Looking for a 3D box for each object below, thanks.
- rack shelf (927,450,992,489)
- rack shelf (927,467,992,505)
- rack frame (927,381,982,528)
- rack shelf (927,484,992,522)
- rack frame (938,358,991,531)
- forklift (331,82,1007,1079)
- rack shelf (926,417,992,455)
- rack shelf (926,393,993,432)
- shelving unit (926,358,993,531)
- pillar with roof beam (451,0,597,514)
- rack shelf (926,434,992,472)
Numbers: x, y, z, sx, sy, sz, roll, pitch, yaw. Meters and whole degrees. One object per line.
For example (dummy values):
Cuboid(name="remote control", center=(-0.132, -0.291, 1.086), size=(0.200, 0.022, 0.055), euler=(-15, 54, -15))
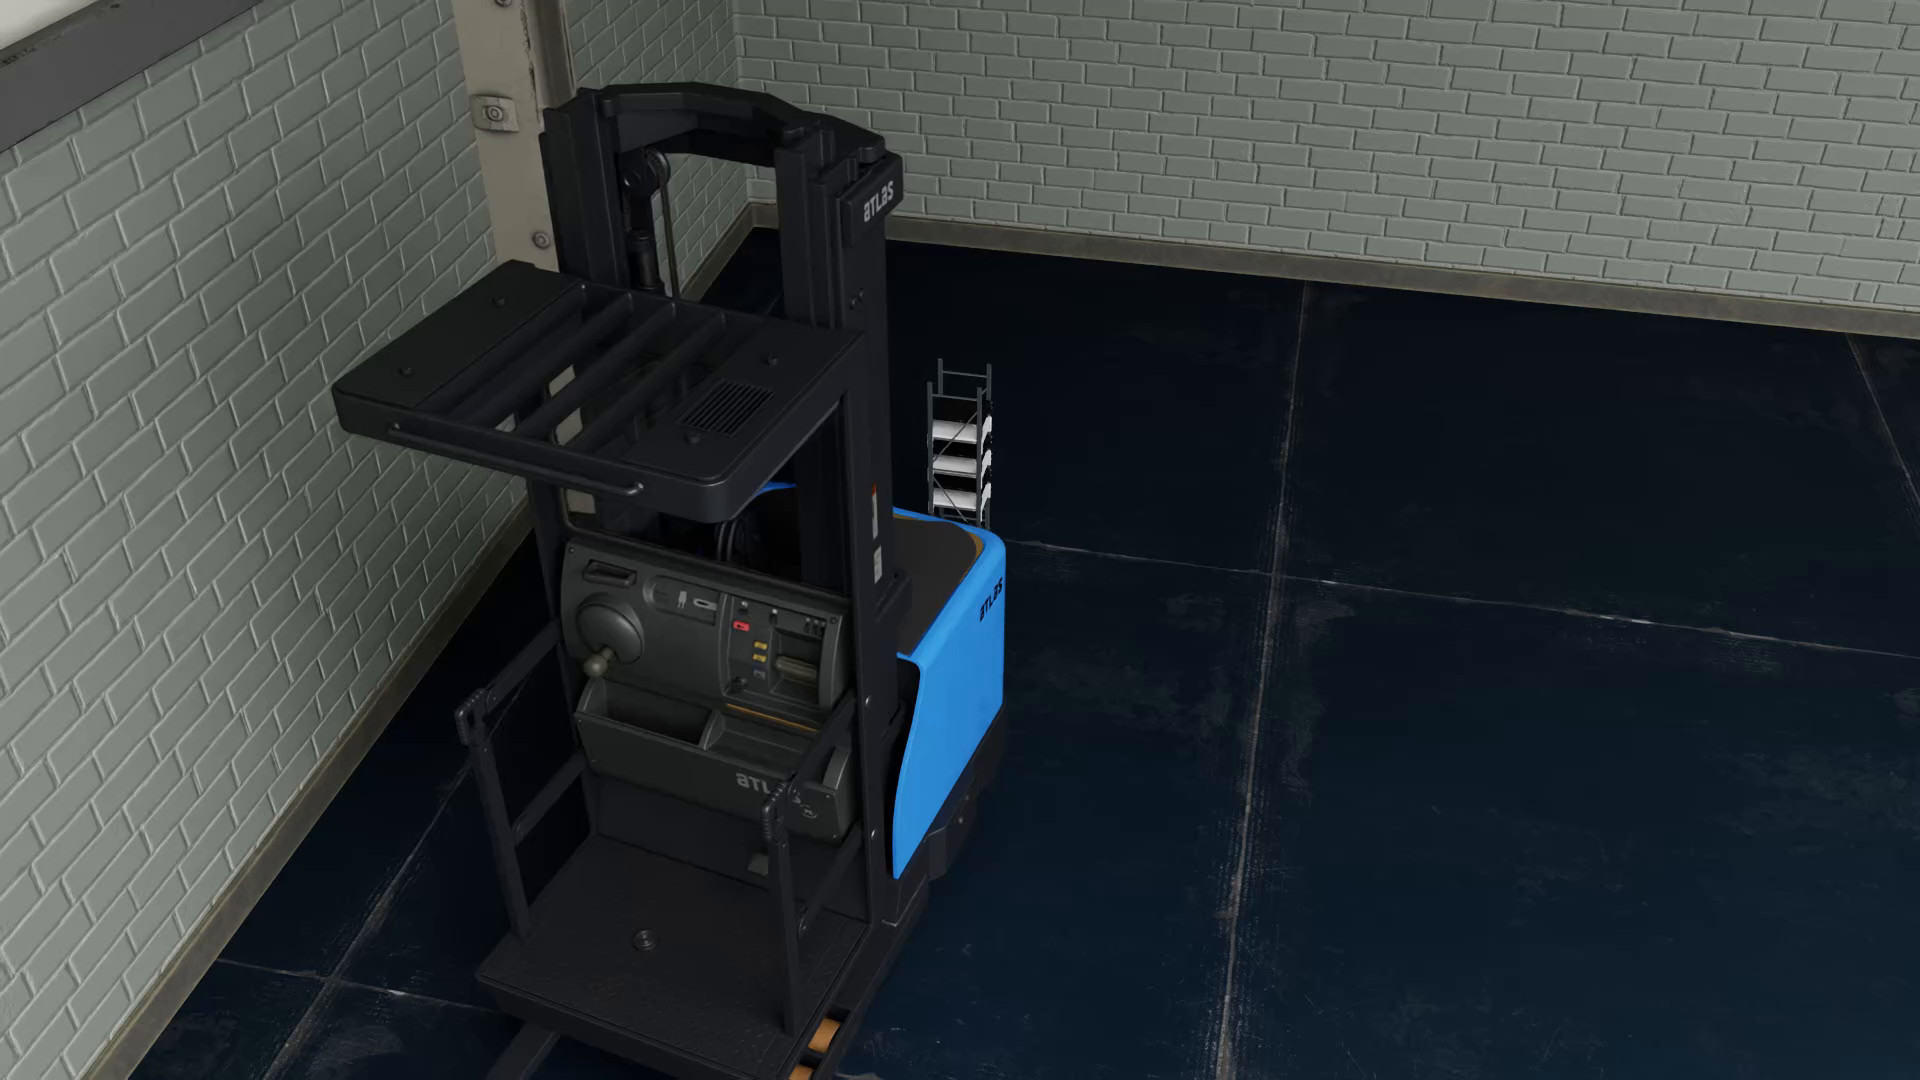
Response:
Cuboid(name="rack shelf", center=(-0.002, -0.333, 7.499), size=(0.258, 0.077, 0.200), euler=(7, 37, 10))
Cuboid(name="rack shelf", center=(-0.002, -0.260, 7.552), size=(0.258, 0.077, 0.200), euler=(7, 37, 10))
Cuboid(name="rack frame", center=(-0.023, -0.301, 7.399), size=(0.240, 0.900, 0.006), euler=(7, 37, 10))
Cuboid(name="rack shelf", center=(-0.002, -0.187, 7.605), size=(0.258, 0.077, 0.200), euler=(7, 37, 10))
Cuboid(name="rack frame", center=(0.020, -0.418, 7.560), size=(0.240, 0.900, 0.006), euler=(7, 37, 10))
Cuboid(name="forklift", center=(-0.858, 0.345, 4.777), size=(1.130, 2.935, 3.031), euler=(14, 38, 18))
Cuboid(name="rack shelf", center=(-0.002, -0.478, 7.393), size=(0.258, 0.077, 0.200), euler=(7, 37, 10))
Cuboid(name="rack shelf", center=(-0.002, -0.551, 7.341), size=(0.258, 0.077, 0.200), euler=(7, 37, 10))
Cuboid(name="shelving unit", center=(-0.002, -0.360, 7.479), size=(0.258, 0.900, 0.210), euler=(7, 37, 10))
Cuboid(name="pillar with roof beam", center=(2.387, -3.361, 4.719), size=(9.100, 9.000, 0.400), euler=(7, 37, 10))
Cuboid(name="rack shelf", center=(-0.002, -0.406, 7.446), size=(0.258, 0.077, 0.200), euler=(7, 37, 10))
